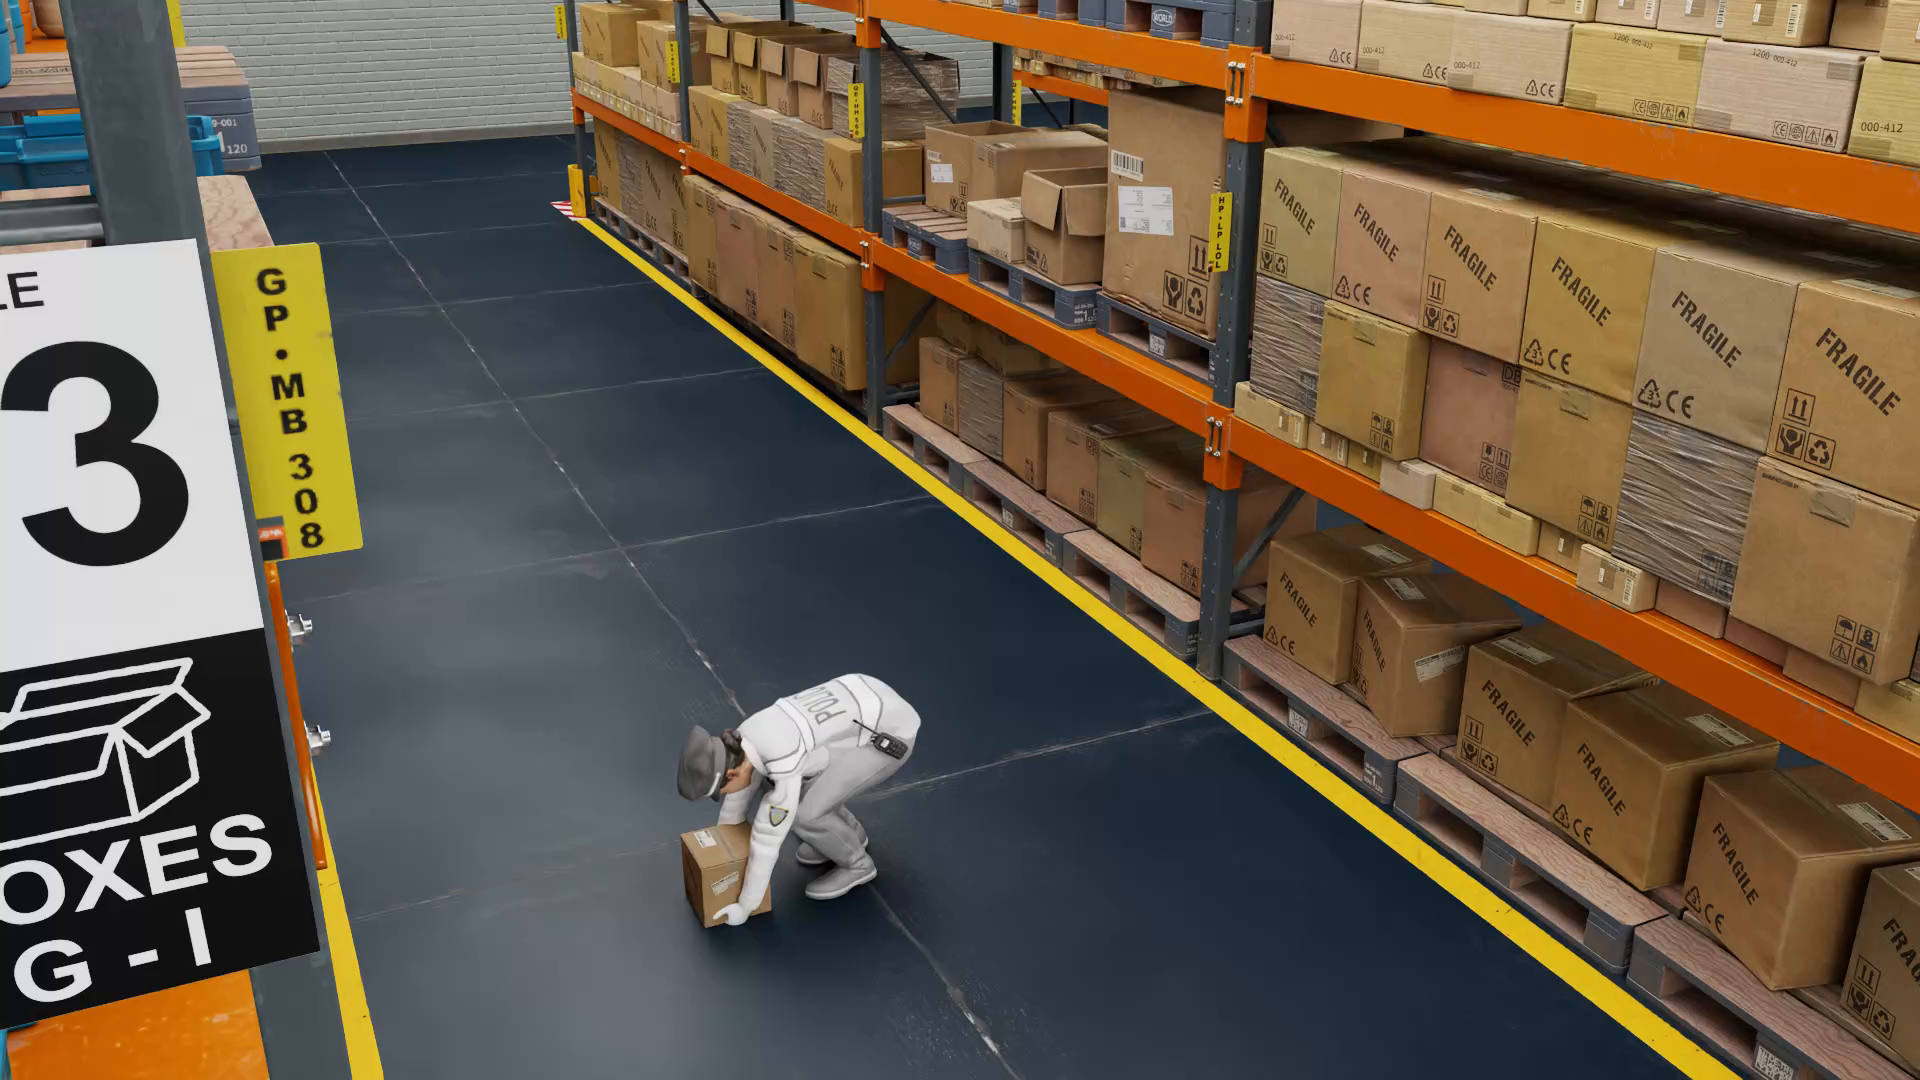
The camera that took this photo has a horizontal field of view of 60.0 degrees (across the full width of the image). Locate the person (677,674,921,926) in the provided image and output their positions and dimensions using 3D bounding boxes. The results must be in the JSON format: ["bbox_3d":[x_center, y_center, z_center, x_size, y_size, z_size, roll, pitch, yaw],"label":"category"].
[{"bbox_3d":[-0.585,0.925,6.051,0.912,0.772,0.449,-11,25,-25],"label":"person"}]
